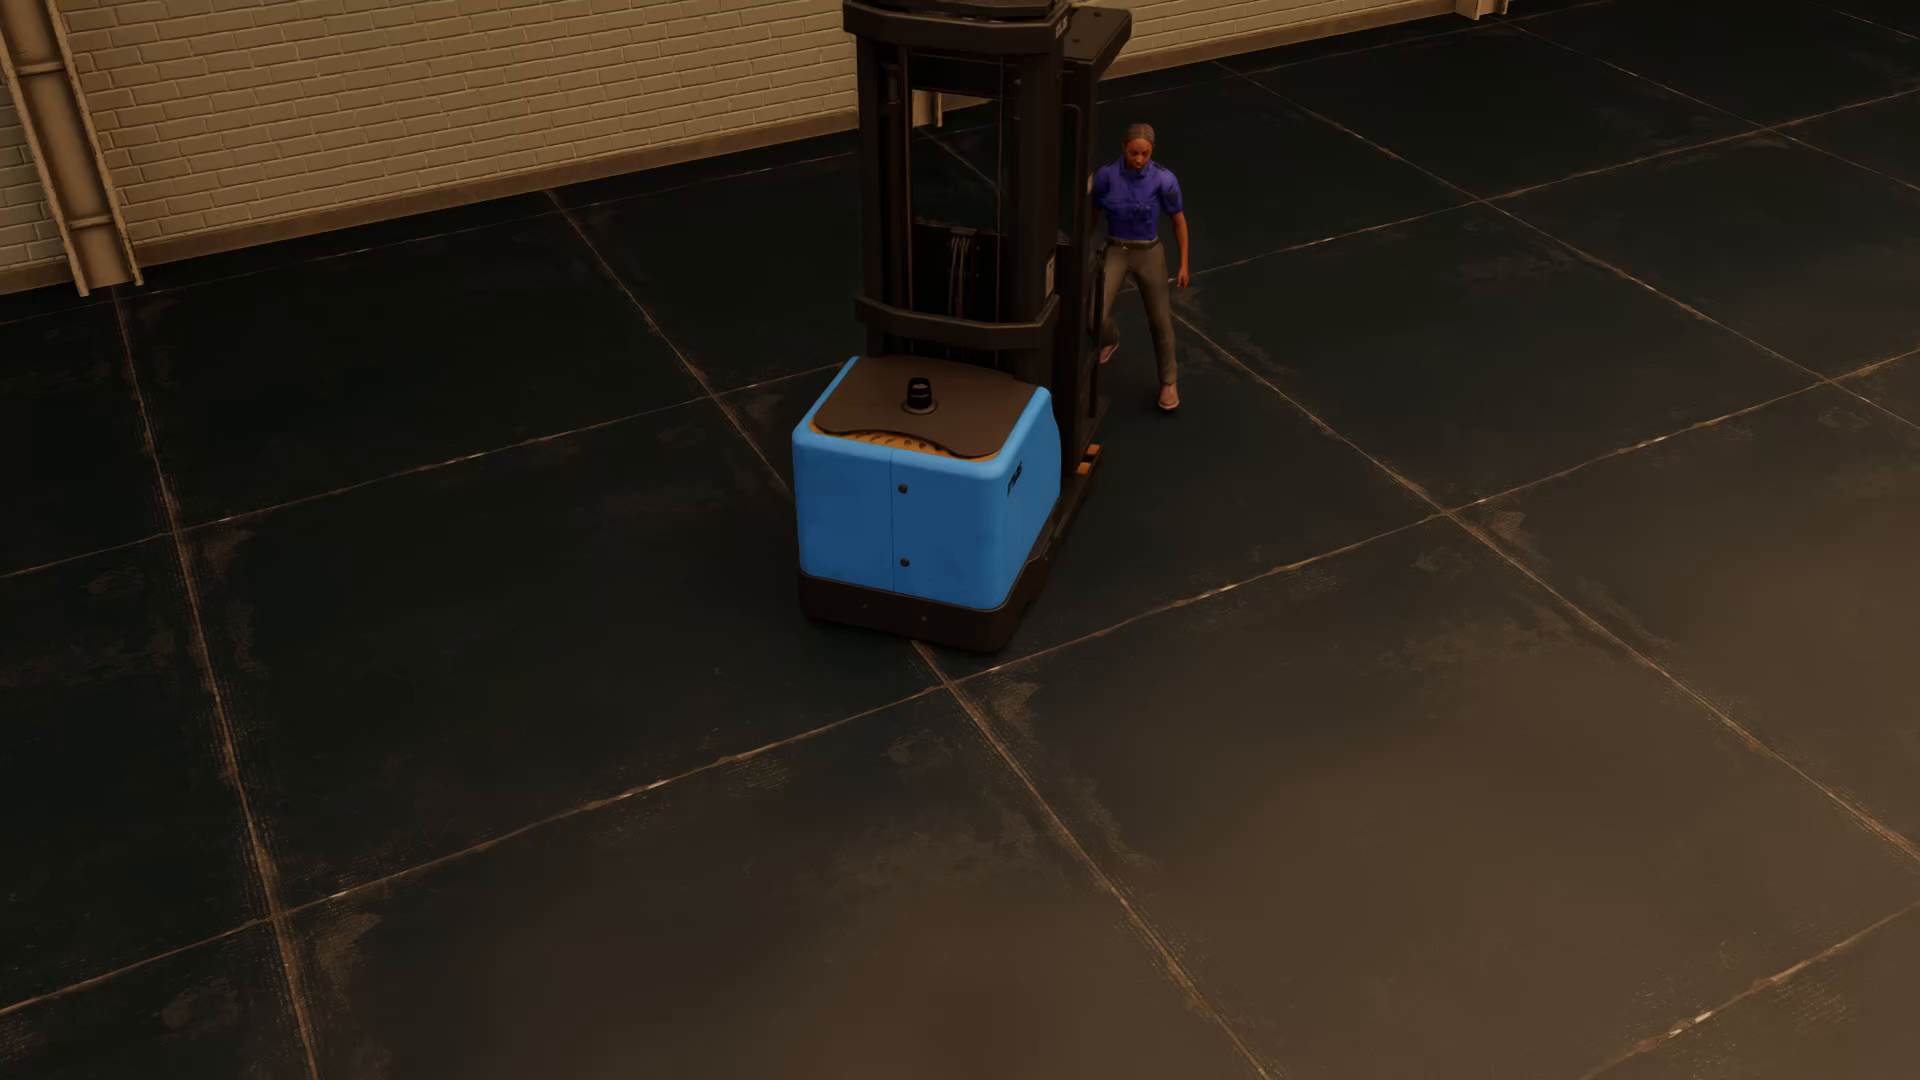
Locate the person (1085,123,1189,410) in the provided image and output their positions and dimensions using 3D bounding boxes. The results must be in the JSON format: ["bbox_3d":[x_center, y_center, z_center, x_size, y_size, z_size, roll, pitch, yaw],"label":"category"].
[{"bbox_3d":[0.969,-1.540,9.354,0.670,1.647,0.458,9,36,12],"label":"person"}]

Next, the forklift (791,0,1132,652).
[{"bbox_3d":[0.167,-1.521,8.275,1.130,2.935,3.031,11,37,15],"label":"forklift"}]
